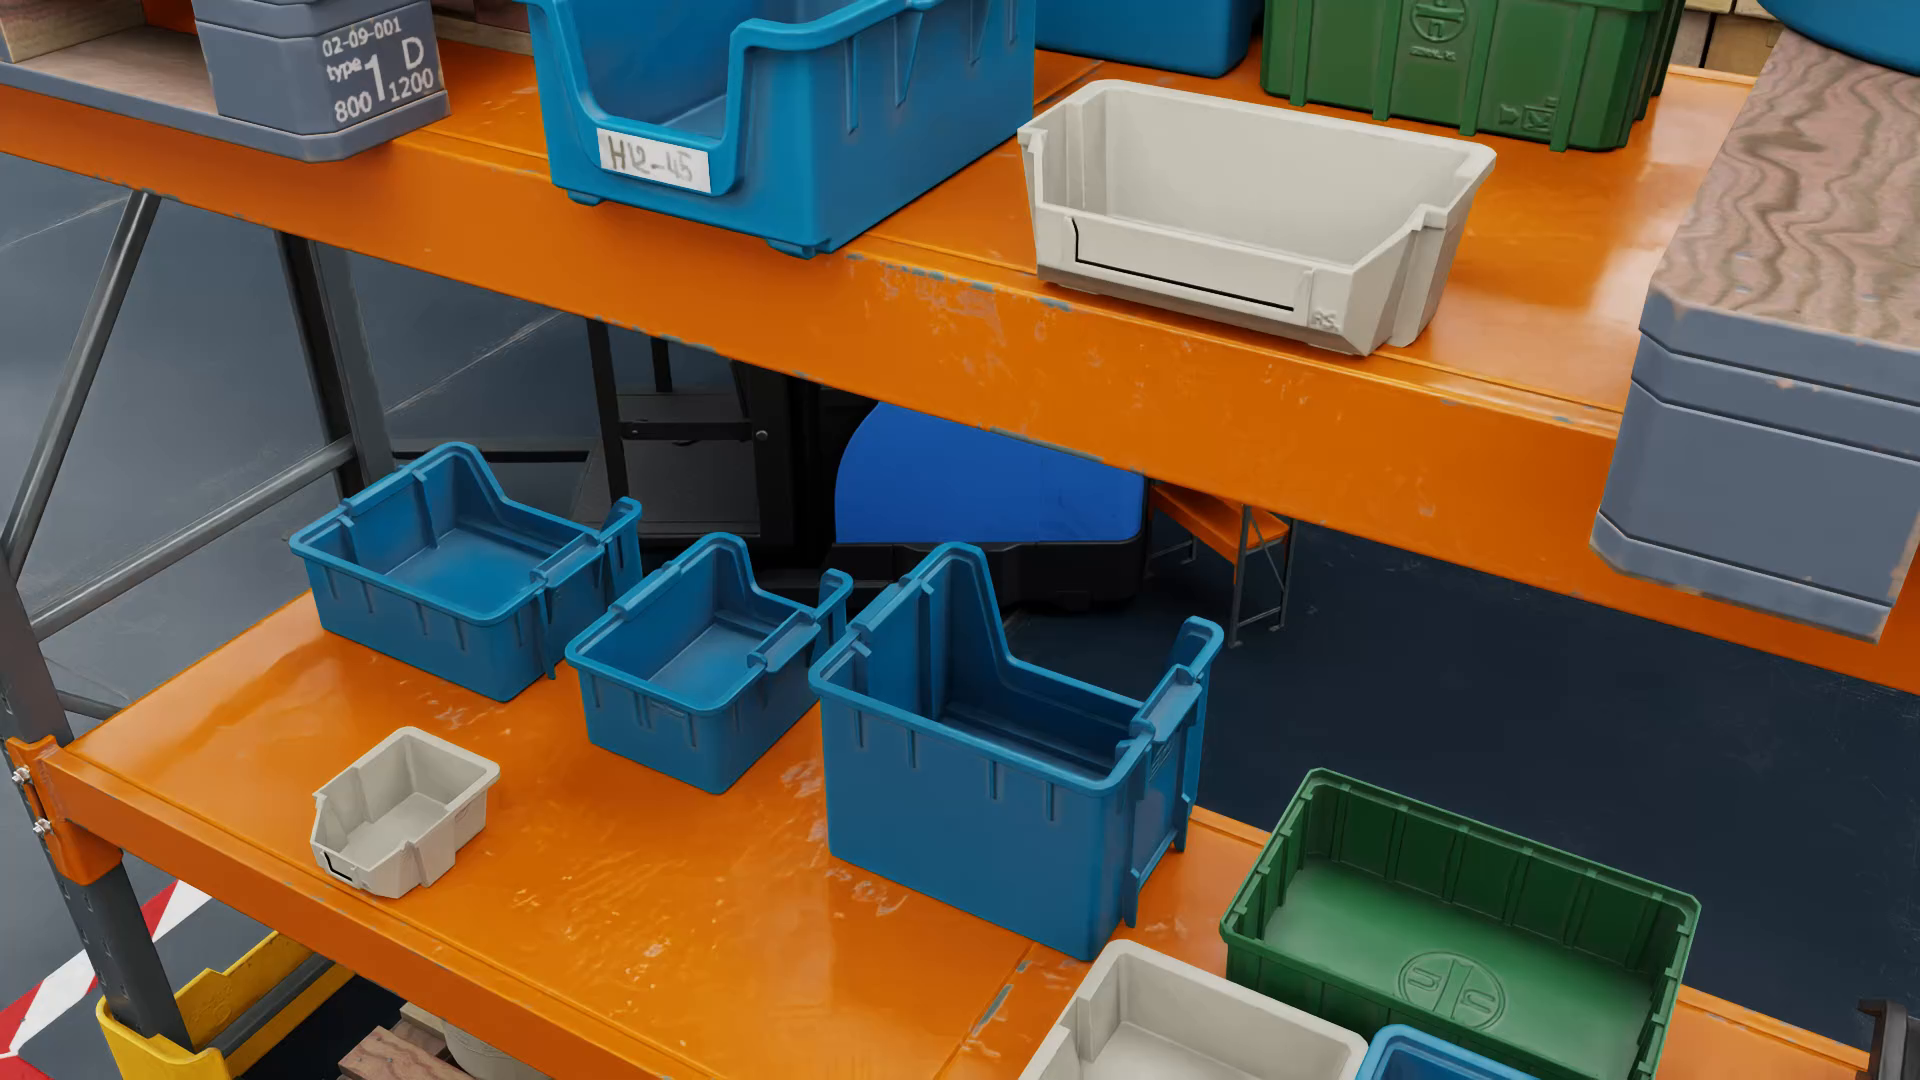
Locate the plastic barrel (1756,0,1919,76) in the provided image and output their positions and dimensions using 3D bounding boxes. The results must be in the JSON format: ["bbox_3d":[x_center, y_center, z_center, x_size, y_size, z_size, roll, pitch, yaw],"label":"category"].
[{"bbox_3d":[1.033,-0.859,1.297,0.708,0.901,0.600,18,37,24],"label":"plastic barrel"}]

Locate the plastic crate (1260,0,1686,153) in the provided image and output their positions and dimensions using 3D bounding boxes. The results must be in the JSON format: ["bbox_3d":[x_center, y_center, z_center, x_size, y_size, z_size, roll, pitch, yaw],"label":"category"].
[{"bbox_3d":[0.609,-0.627,1.971,0.450,0.188,0.336,18,37,24],"label":"plastic crate"}]

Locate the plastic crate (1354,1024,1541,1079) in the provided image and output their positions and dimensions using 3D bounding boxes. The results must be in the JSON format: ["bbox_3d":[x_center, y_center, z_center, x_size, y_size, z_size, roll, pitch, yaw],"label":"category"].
[{"bbox_3d":[0.748,0.986,2.197,0.616,0.251,0.499,18,37,24],"label":"plastic crate"}]

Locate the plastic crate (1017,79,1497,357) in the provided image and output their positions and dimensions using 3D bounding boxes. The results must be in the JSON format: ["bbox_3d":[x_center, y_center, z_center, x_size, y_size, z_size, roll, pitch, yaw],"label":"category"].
[{"bbox_3d":[0.250,-0.288,1.507,0.396,0.136,0.243,18,37,24],"label":"plastic crate"}]

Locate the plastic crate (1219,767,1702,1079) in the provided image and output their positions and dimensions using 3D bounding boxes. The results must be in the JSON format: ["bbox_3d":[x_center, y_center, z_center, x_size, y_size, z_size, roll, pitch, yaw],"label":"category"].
[{"bbox_3d":[0.805,0.677,2.718,0.662,0.188,0.450,18,37,24],"label":"plastic crate"}]

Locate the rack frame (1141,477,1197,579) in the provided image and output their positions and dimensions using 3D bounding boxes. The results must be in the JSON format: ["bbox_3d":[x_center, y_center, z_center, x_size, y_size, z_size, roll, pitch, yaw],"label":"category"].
[{"bbox_3d":[0.764,-0.395,5.760,0.240,1.200,0.015,-19,38,-26],"label":"rack frame"}]

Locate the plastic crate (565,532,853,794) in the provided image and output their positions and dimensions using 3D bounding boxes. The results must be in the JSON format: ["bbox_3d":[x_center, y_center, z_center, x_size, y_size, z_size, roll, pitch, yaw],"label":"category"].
[{"bbox_3d":[-0.485,0.235,3.325,0.408,0.251,0.499,18,37,24],"label":"plastic crate"}]

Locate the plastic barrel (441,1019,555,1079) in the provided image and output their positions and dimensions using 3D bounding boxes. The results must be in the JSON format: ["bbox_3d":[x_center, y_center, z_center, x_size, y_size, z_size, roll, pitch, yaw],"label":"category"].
[{"bbox_3d":[-1.020,1.003,3.904,0.421,0.512,0.421,0,34,0],"label":"plastic barrel"}]

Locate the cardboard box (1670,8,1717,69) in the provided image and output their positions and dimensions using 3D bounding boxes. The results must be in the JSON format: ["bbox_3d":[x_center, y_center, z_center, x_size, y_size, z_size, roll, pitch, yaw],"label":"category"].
[{"bbox_3d":[2.576,-1.867,6.258,0.500,0.500,0.700,19,38,26],"label":"cardboard box"}]

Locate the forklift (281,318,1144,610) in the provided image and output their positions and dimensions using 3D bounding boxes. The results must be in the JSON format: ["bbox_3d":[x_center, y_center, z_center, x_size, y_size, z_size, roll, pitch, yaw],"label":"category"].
[{"bbox_3d":[0.226,-0.386,3.493,5.200,3.703,5.355,0,34,-1],"label":"forklift"}]

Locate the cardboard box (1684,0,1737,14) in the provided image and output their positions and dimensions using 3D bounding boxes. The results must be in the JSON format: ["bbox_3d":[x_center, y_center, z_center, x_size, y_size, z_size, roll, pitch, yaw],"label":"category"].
[{"bbox_3d":[2.629,-1.990,5.856,0.250,0.149,0.380,19,38,26],"label":"cardboard box"}]

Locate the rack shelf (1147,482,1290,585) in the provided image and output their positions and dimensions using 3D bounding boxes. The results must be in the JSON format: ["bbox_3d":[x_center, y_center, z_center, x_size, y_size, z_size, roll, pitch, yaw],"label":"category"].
[{"bbox_3d":[0.894,-0.059,5.735,0.258,0.148,0.480,-19,38,-26],"label":"rack shelf"}]

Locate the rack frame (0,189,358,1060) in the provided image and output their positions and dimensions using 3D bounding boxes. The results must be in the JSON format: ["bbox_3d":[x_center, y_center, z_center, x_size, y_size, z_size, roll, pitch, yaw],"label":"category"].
[{"bbox_3d":[-1.631,-0.001,3.545,0.053,2.616,0.949,18,37,24],"label":"rack frame"}]

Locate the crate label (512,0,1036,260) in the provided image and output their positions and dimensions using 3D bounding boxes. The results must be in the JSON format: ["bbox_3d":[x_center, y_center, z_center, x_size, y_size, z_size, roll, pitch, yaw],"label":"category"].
[{"bbox_3d":[-0.168,-0.515,1.745,0.408,0.251,0.502,18,37,24],"label":"crate label"}]

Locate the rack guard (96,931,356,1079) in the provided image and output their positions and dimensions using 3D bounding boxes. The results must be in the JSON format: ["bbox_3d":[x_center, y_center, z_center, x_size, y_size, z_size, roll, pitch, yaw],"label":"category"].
[{"bbox_3d":[-1.540,1.037,4.242,0.348,0.500,1.175,18,37,24],"label":"rack guard"}]

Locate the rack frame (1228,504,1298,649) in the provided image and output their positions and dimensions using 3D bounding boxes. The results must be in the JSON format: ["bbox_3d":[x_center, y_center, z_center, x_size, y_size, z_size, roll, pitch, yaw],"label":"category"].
[{"bbox_3d":[1.023,-0.166,5.416,0.240,1.200,0.015,-19,38,-26],"label":"rack frame"}]

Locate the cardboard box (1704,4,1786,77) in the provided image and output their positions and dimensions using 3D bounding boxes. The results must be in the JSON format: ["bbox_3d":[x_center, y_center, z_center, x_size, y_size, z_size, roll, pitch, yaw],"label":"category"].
[{"bbox_3d":[3.022,-1.727,6.047,0.500,0.500,0.700,18,38,25],"label":"cardboard box"}]

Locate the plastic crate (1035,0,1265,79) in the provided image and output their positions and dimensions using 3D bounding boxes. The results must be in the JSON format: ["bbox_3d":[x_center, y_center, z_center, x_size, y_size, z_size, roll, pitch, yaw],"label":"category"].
[{"bbox_3d":[0.176,-0.864,2.150,0.575,0.384,0.392,18,37,24],"label":"plastic crate"}]

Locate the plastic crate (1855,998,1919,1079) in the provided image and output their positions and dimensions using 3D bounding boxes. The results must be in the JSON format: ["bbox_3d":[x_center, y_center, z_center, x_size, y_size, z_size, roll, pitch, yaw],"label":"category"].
[{"bbox_3d":[1.452,0.919,2.220,0.504,0.338,0.767,18,37,24],"label":"plastic crate"}]

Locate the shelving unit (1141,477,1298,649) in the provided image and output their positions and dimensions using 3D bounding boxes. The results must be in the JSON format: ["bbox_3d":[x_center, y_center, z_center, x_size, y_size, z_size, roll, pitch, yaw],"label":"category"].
[{"bbox_3d":[0.894,-0.280,5.588,0.258,1.200,0.503,-19,38,-26],"label":"shelving unit"}]

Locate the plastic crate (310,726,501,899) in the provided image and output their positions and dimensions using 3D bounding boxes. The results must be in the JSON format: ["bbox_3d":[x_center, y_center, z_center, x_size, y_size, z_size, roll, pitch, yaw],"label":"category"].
[{"bbox_3d":[-1.012,0.509,3.018,0.250,0.136,0.298,18,37,24],"label":"plastic crate"}]

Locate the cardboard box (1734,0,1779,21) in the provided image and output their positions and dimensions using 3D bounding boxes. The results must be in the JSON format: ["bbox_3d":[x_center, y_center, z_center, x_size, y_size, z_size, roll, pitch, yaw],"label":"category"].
[{"bbox_3d":[4.945,-1.866,4.487,4.934,1.460,0.703,19,38,26],"label":"cardboard box"}]

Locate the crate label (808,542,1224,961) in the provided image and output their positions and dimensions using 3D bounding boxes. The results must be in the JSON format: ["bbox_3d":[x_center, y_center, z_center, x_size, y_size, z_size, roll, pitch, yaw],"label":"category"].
[{"bbox_3d":[0.103,0.359,2.972,0.616,0.435,0.502,18,37,24],"label":"crate label"}]

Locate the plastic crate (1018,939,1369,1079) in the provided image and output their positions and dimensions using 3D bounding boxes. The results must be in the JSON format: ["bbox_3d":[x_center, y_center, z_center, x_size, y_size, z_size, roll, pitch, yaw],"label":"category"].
[{"bbox_3d":[0.308,0.883,2.456,0.437,0.136,0.530,18,37,24],"label":"plastic crate"}]

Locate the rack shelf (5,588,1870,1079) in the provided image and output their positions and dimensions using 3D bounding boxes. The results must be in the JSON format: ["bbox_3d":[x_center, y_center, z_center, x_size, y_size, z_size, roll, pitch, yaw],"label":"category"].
[{"bbox_3d":[0.107,0.847,2.920,4.000,0.370,1.077,18,37,24],"label":"rack shelf"}]

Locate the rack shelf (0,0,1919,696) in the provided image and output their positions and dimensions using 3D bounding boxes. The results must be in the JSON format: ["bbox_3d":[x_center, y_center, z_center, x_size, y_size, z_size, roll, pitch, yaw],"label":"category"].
[{"bbox_3d":[0.107,-0.401,2.089,4.000,0.370,1.077,18,37,24],"label":"rack shelf"}]
